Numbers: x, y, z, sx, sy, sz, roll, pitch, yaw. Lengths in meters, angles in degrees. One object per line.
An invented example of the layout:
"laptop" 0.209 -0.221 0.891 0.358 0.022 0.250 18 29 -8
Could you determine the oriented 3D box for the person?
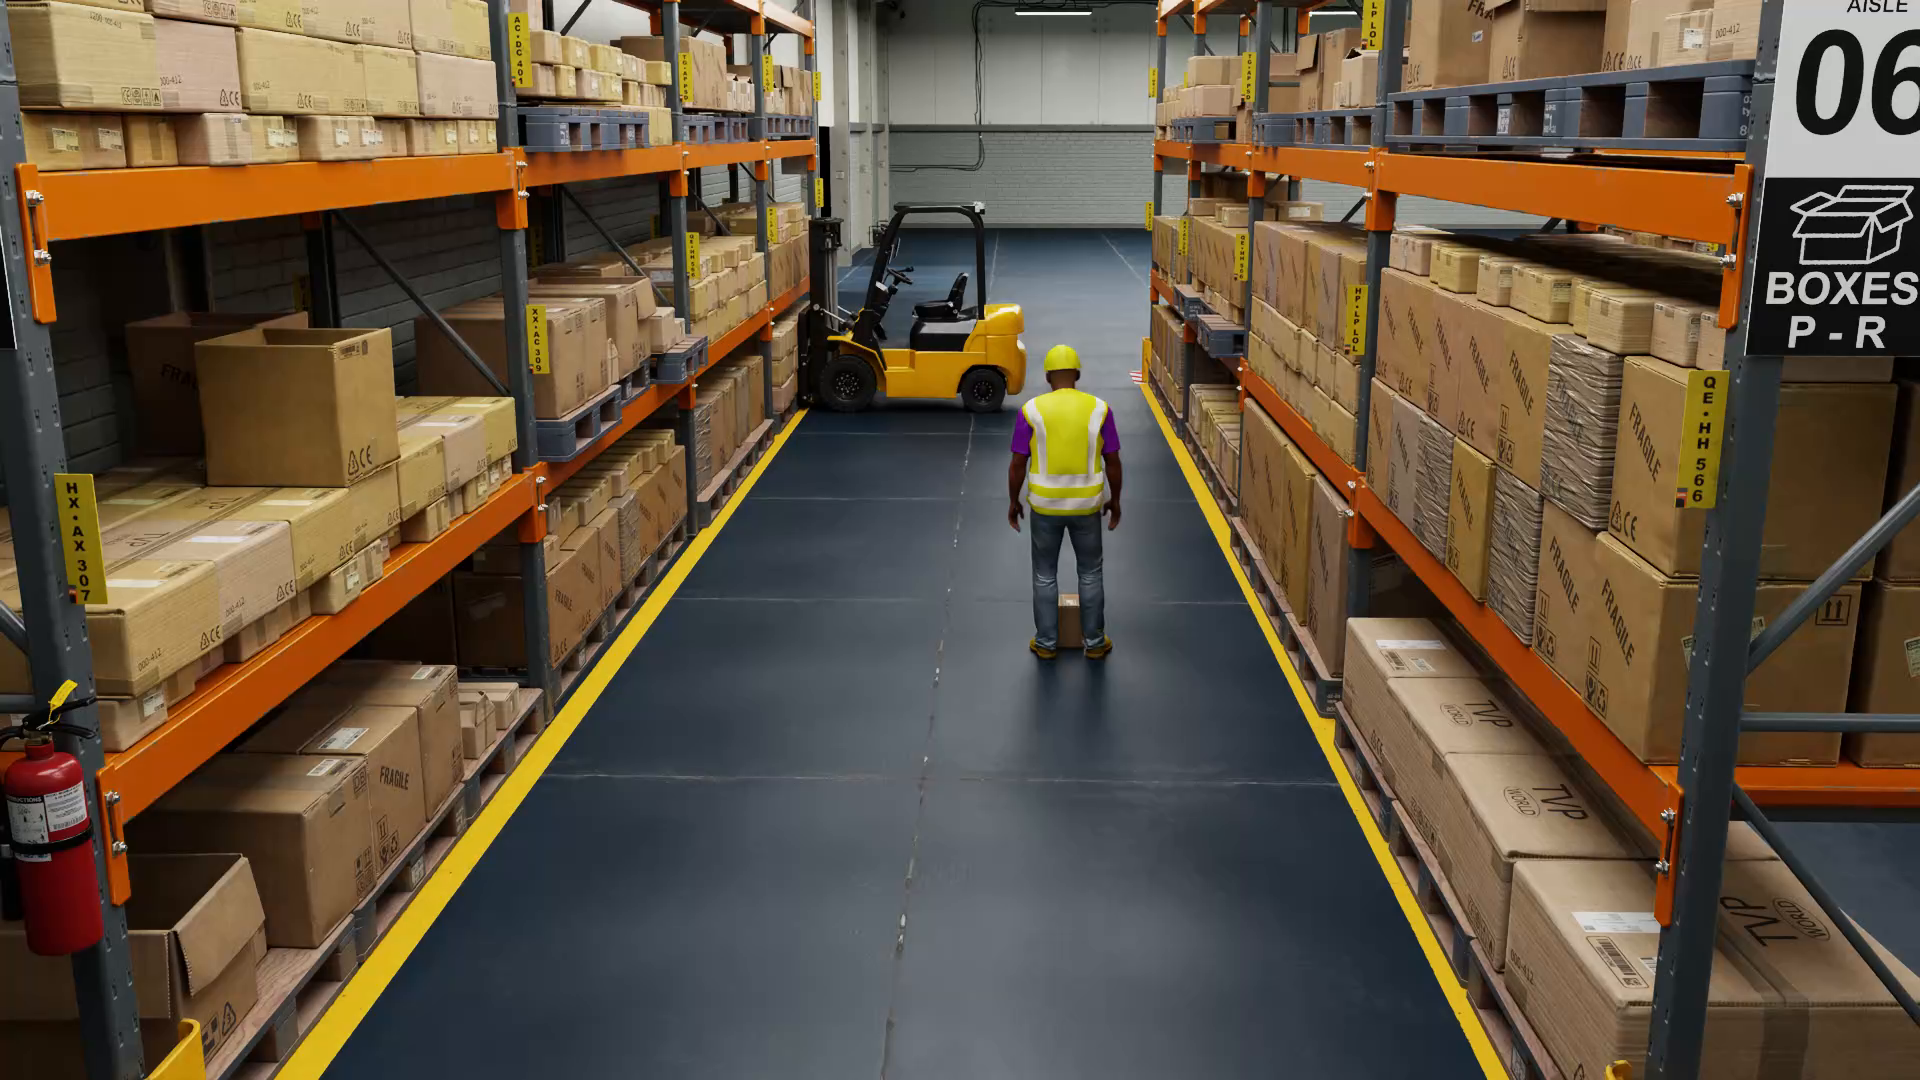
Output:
"person" 0.589 -0.207 9.309 0.637 1.757 0.460 0 14 0
